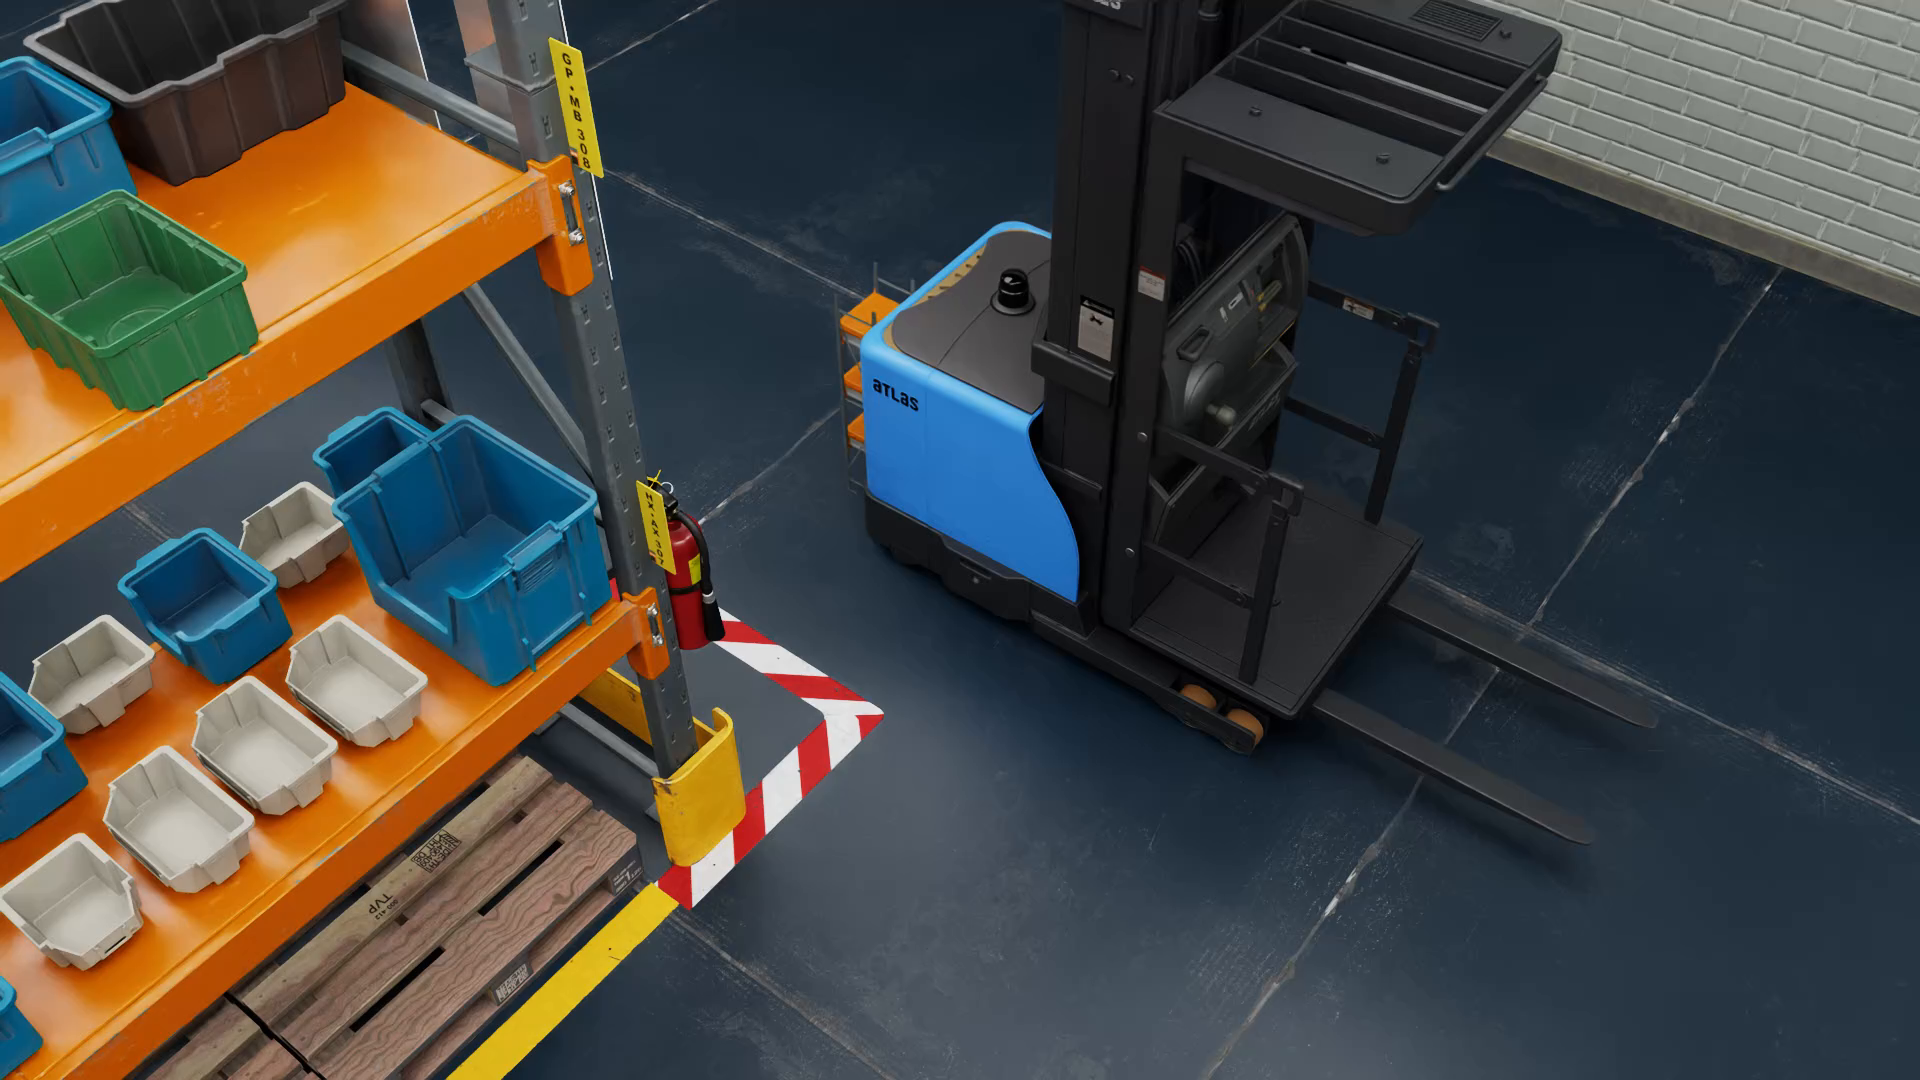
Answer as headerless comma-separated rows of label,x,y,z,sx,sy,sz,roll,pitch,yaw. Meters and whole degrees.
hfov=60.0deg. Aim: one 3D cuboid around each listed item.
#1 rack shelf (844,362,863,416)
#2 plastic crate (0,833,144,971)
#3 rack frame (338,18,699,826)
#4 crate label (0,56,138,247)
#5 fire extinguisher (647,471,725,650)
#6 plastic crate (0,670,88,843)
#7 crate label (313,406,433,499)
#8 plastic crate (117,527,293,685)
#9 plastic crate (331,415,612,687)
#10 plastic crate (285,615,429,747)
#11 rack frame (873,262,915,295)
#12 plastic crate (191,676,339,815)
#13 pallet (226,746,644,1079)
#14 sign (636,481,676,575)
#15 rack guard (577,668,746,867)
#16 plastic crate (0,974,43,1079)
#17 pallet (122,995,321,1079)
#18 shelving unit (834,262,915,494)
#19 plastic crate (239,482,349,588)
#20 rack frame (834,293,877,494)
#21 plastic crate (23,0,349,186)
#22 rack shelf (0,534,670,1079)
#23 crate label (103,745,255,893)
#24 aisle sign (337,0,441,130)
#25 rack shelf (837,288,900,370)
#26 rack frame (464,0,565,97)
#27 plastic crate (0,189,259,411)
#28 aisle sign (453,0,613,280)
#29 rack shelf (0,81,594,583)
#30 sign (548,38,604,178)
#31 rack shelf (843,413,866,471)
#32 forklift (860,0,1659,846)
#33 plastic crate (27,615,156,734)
rack shelf,-0.328,-0.601,6.778,0.215,0.259,0.240,28,52,24
plastic crate,-2.175,0.914,4.108,0.298,0.136,0.250,29,53,25
rack frame,-1.314,-0.210,5.041,1.000,3.000,0.127,29,53,25
crate label,-2.134,-0.810,3.642,0.408,0.251,0.502,29,53,25
fire extinguisher,-0.862,0.060,5.094,0.296,0.674,0.183,29,53,25
plastic crate,-2.531,0.576,4.364,0.416,0.233,0.300,29,53,25
crate label,-1.726,-0.177,5.084,0.416,0.233,0.303,29,53,25
plastic crate,-2.128,0.199,4.724,0.416,0.233,0.300,29,53,25
plastic crate,-1.371,0.031,4.745,0.616,0.435,0.499,29,53,25
plastic crate,-1.670,0.407,4.592,0.396,0.136,0.243,29,53,25
rack frame,-0.256,-0.680,6.838,0.200,1.050,0.008,28,52,24
plastic crate,-1.858,0.566,4.440,0.396,0.136,0.243,29,53,25
pallet,-1.849,1.208,5.615,1.003,0.211,1.213,29,53,25
sign,-0.869,-0.033,4.759,0.100,0.325,0.005,29,53,25
rack guard,-1.310,0.634,5.964,1.175,0.500,0.348,29,53,25
plastic crate,-2.367,1.115,3.849,0.416,0.233,0.300,29,53,25
pallet,-2.595,1.903,4.951,1.003,0.211,1.213,29,53,25
shelving unit,-0.328,-0.609,6.770,0.215,1.050,0.252,28,52,24
plastic crate,-1.987,0.003,4.978,0.250,0.136,0.298,29,53,25
rack frame,-0.400,-0.537,6.702,0.200,1.050,0.008,28,52,24
plastic crate,-1.770,-1.104,3.911,0.497,0.269,0.590,29,53,25
rack shelf,-2.537,1.183,4.208,1.077,0.370,4.000,29,53,25
crate label,-2.009,0.737,4.278,0.396,0.136,0.243,29,53,25
aisle sign,-1.505,-1.281,4.266,0.394,0.787,0.004,29,53,25
rack shelf,-0.328,-0.797,6.573,0.215,0.259,0.240,28,52,24
rack frame,-1.314,-2.282,2.872,1.000,3.000,0.127,29,53,25
plastic crate,-1.691,-0.482,3.373,0.450,0.188,0.336,29,53,25
aisle sign,-1.038,-1.020,4.017,0.394,0.787,0.004,29,53,25
rack shelf,-2.537,0.147,3.123,1.077,0.370,4.000,29,53,25
sign,-0.869,-0.976,3.771,0.100,0.325,0.005,29,53,25
rack shelf,-0.328,-0.409,6.979,0.215,0.259,0.240,28,52,24
forklift,1.102,-0.666,5.524,3.031,2.935,1.130,28,52,24
plastic crate,-2.402,0.391,4.608,0.250,0.136,0.298,29,53,25
